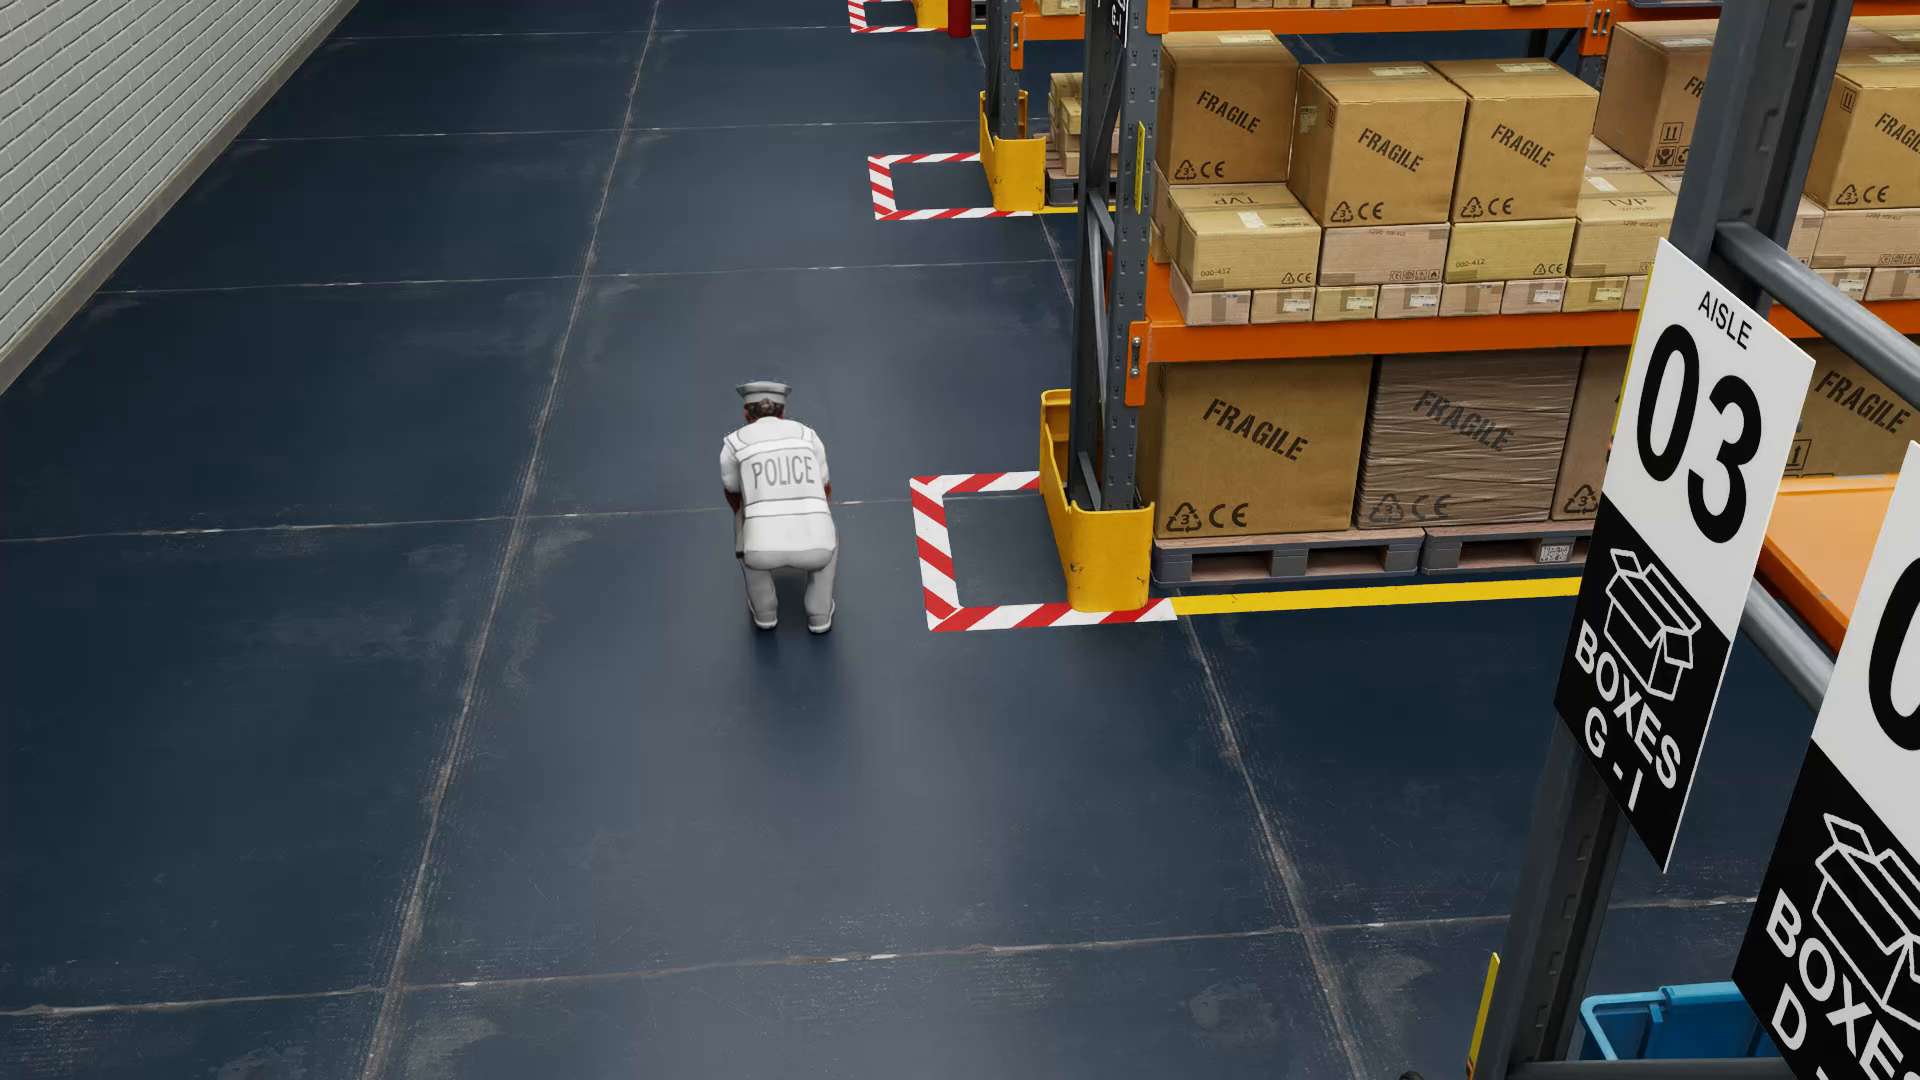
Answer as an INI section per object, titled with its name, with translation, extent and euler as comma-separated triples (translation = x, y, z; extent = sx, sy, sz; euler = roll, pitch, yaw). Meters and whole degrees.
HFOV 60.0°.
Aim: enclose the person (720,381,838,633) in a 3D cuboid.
[person]
translation = -0.761, -0.133, 7.030
extent = 0.484, 0.968, 0.835
euler = -3, 31, -5
